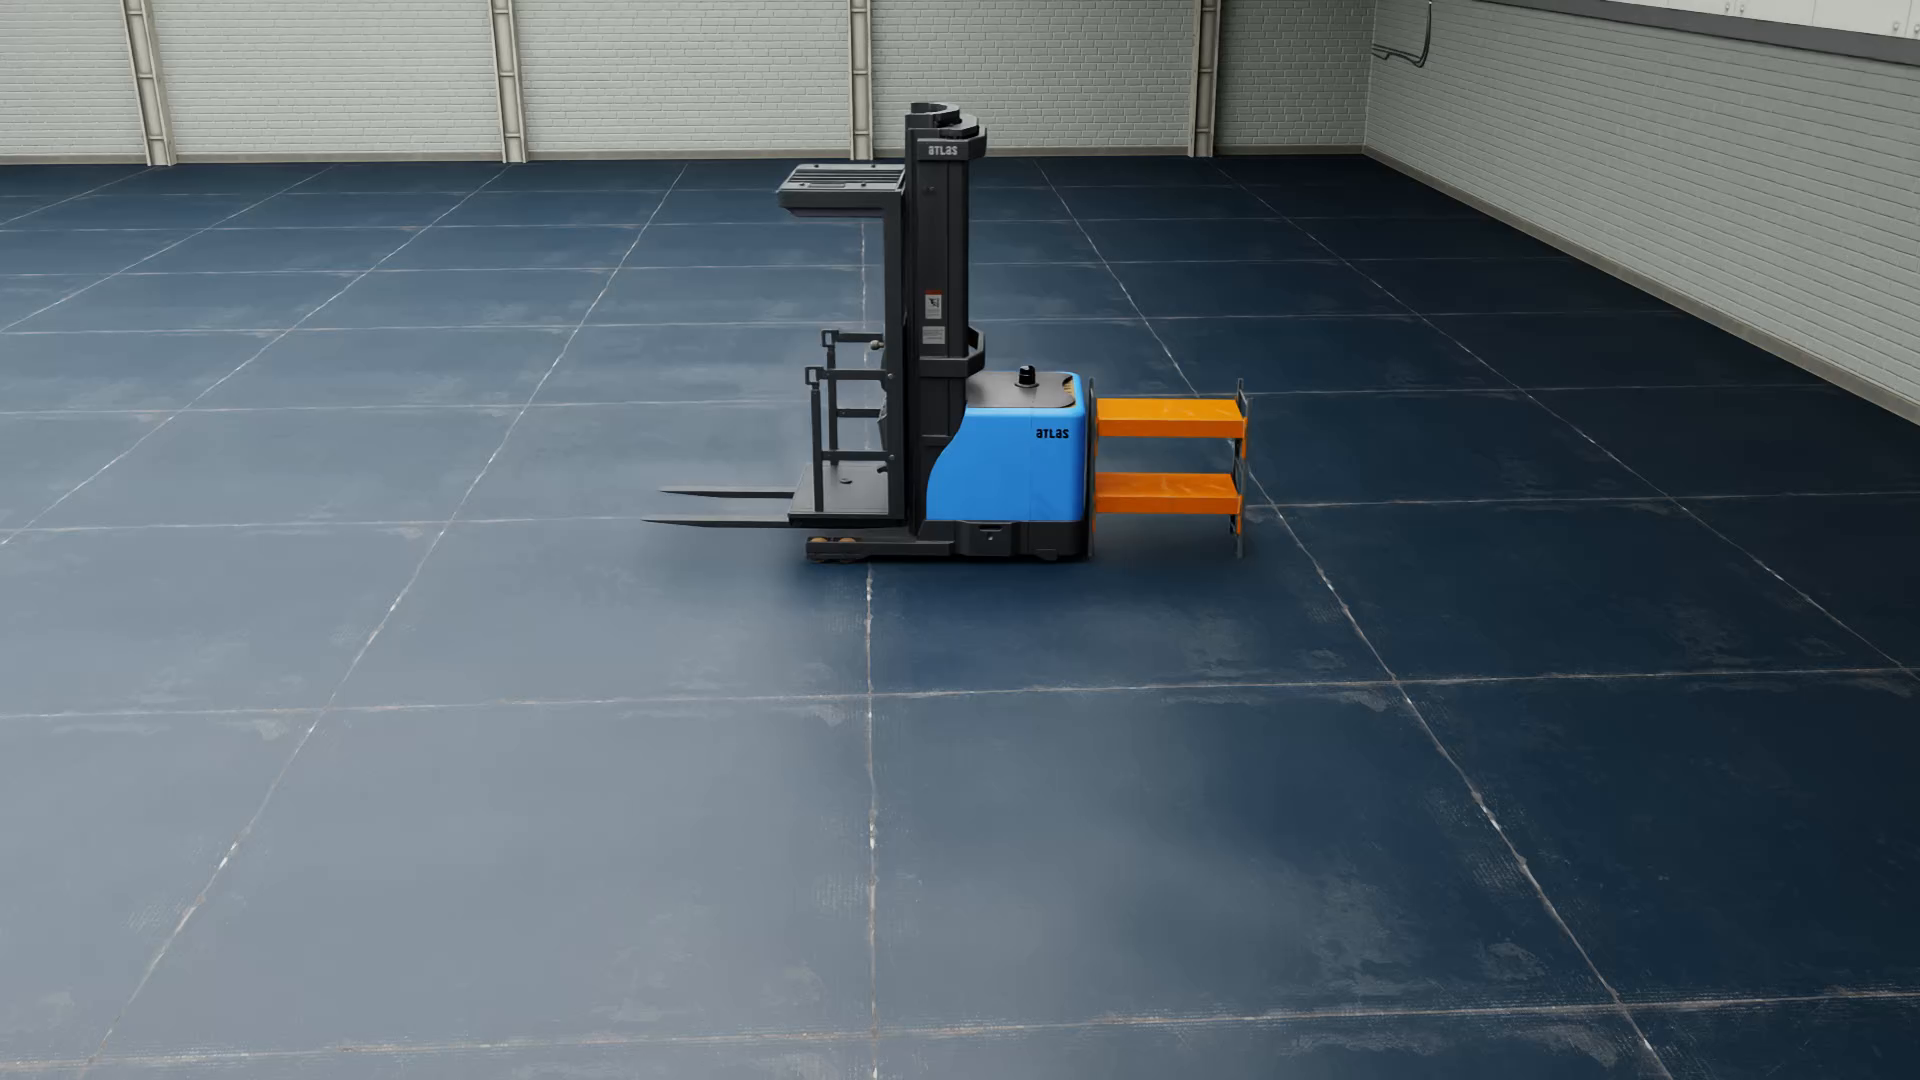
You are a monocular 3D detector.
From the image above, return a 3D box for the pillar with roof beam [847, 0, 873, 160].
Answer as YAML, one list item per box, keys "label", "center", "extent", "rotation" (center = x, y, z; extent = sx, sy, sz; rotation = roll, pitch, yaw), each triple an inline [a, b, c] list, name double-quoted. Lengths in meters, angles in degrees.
- label: "pillar with roof beam"
  center: [-1.479, -9.379, 23.609]
  extent: [0.400, 9.000, 9.100]
  rotation: [-1, 21, -3]

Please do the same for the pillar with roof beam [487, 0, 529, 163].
- label: "pillar with roof beam"
  center: [-7.469, -9.258, 23.289]
  extent: [0.400, 9.000, 9.100]
  rotation: [-1, 21, -3]

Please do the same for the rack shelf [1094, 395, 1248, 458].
- label: "rack shelf"
  center: [1.401, -0.768, 11.235]
  extent: [1.000, 0.278, 0.538]
  rotation: [1, 21, 2]

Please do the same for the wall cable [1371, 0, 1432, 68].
- label: "wall cable"
  center: [7.282, -9.169, 27.422]
  extent: [0.112, 2.526, 3.097]
  rotation: [-1, 21, -3]

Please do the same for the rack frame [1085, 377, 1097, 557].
- label: "rack frame"
  center: [0.893, -0.500, 11.354]
  extent: [0.032, 1.125, 0.500]
  rotation: [1, 21, 2]

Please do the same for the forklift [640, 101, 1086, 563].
- label: "forklift"
  center: [-0.661, -1.402, 11.183]
  extent: [3.031, 2.935, 1.130]
  rotation: [1, 21, 2]

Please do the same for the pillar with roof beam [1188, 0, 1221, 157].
- label: "pillar with roof beam"
  center: [4.512, -9.501, 23.929]
  extent: [0.400, 9.000, 9.100]
  rotation: [-1, 21, -3]

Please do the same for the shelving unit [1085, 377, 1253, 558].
- label: "shelving unit"
  center: [1.401, -0.495, 11.339]
  extent: [1.048, 1.125, 0.538]
  rotation: [1, 21, 2]

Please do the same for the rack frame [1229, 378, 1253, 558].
- label: "rack frame"
  center: [1.909, -0.489, 11.325]
  extent: [0.032, 1.125, 0.500]
  rotation: [1, 21, 2]

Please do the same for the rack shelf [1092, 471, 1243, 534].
- label: "rack shelf"
  center: [1.401, -0.266, 11.426]
  extent: [1.000, 0.278, 0.538]
  rotation: [1, 21, 2]

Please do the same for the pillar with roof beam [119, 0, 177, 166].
- label: "pillar with roof beam"
  center: [-13.459, -9.136, 22.969]
  extent: [0.400, 9.000, 9.100]
  rotation: [-1, 21, -3]
